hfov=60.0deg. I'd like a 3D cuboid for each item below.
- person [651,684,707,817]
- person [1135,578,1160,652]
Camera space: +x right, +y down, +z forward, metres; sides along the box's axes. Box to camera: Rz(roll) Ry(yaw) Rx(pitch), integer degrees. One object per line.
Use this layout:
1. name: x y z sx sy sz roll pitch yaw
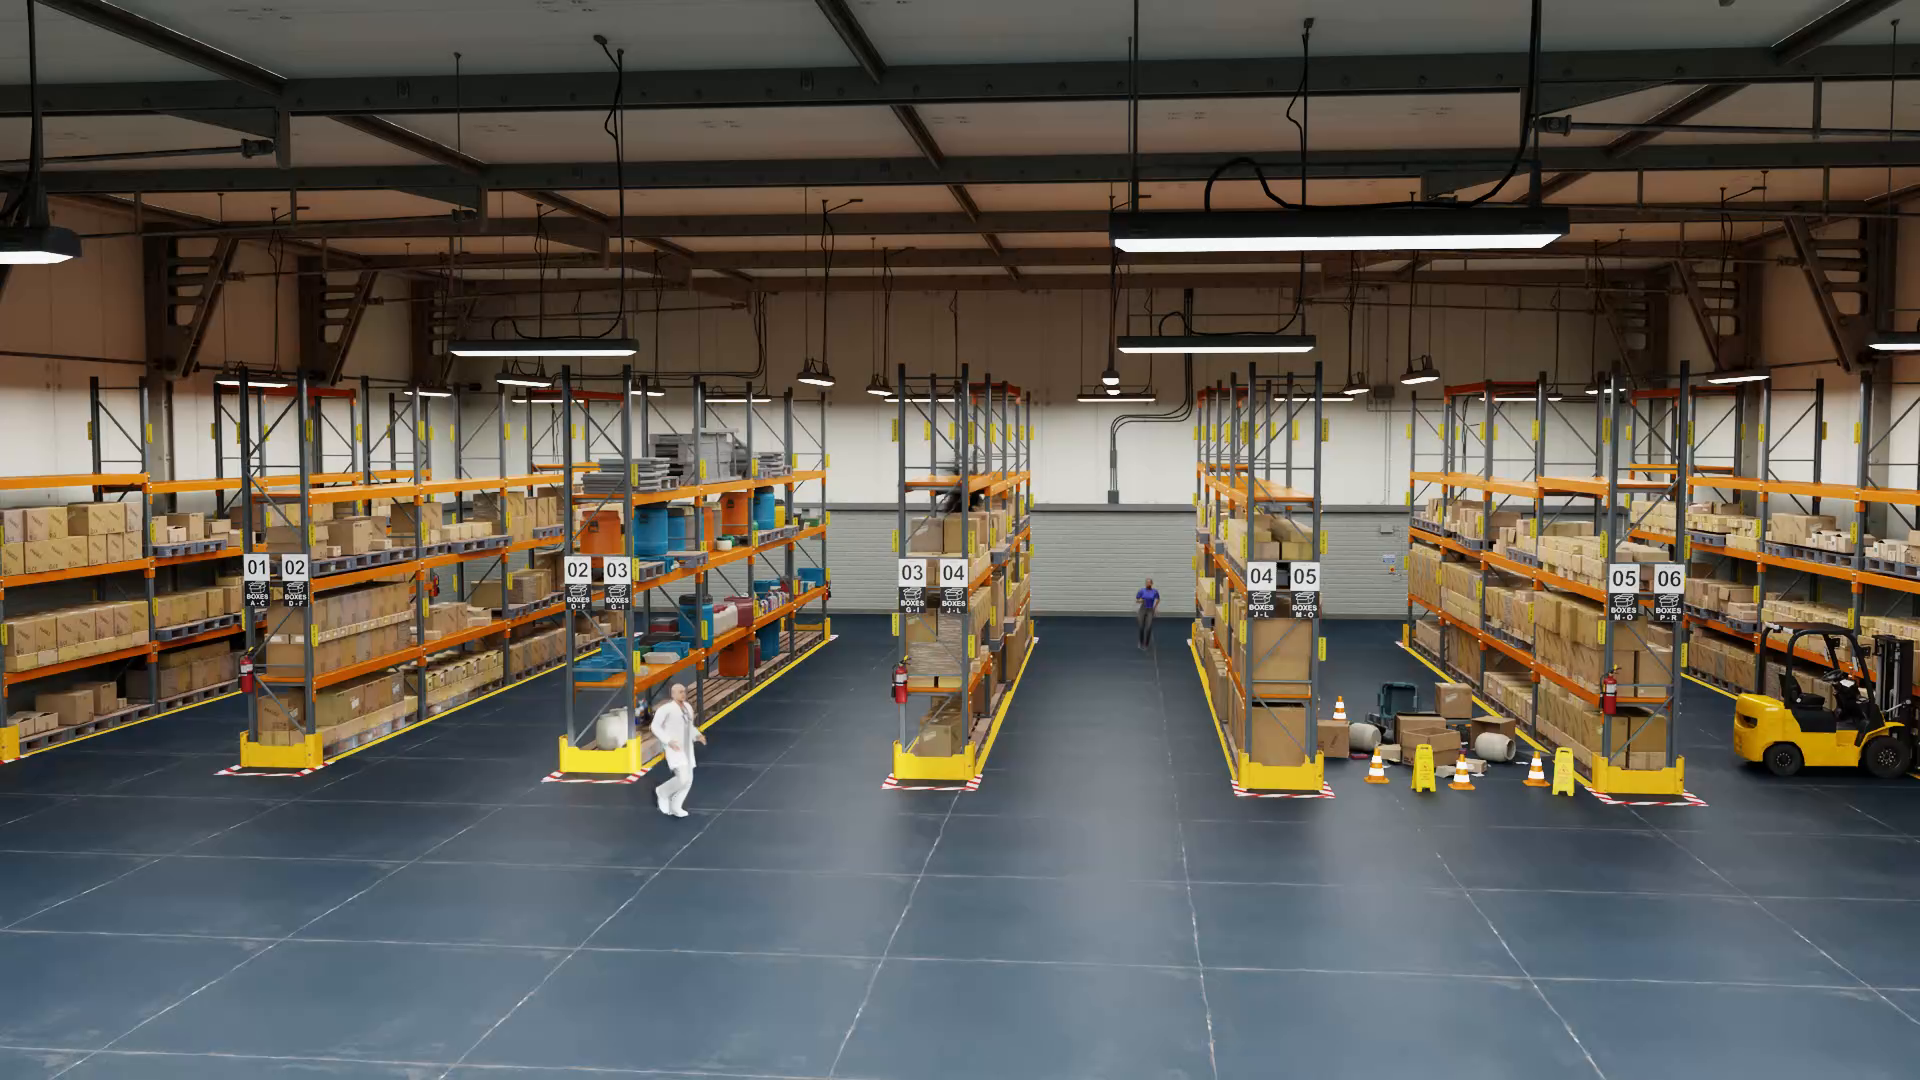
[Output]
1. person: -3.656 2.739 21.669 0.630 1.731 0.687 2 4 34
2. person: 4.317 1.725 38.358 0.580 1.713 0.778 0 4 6
